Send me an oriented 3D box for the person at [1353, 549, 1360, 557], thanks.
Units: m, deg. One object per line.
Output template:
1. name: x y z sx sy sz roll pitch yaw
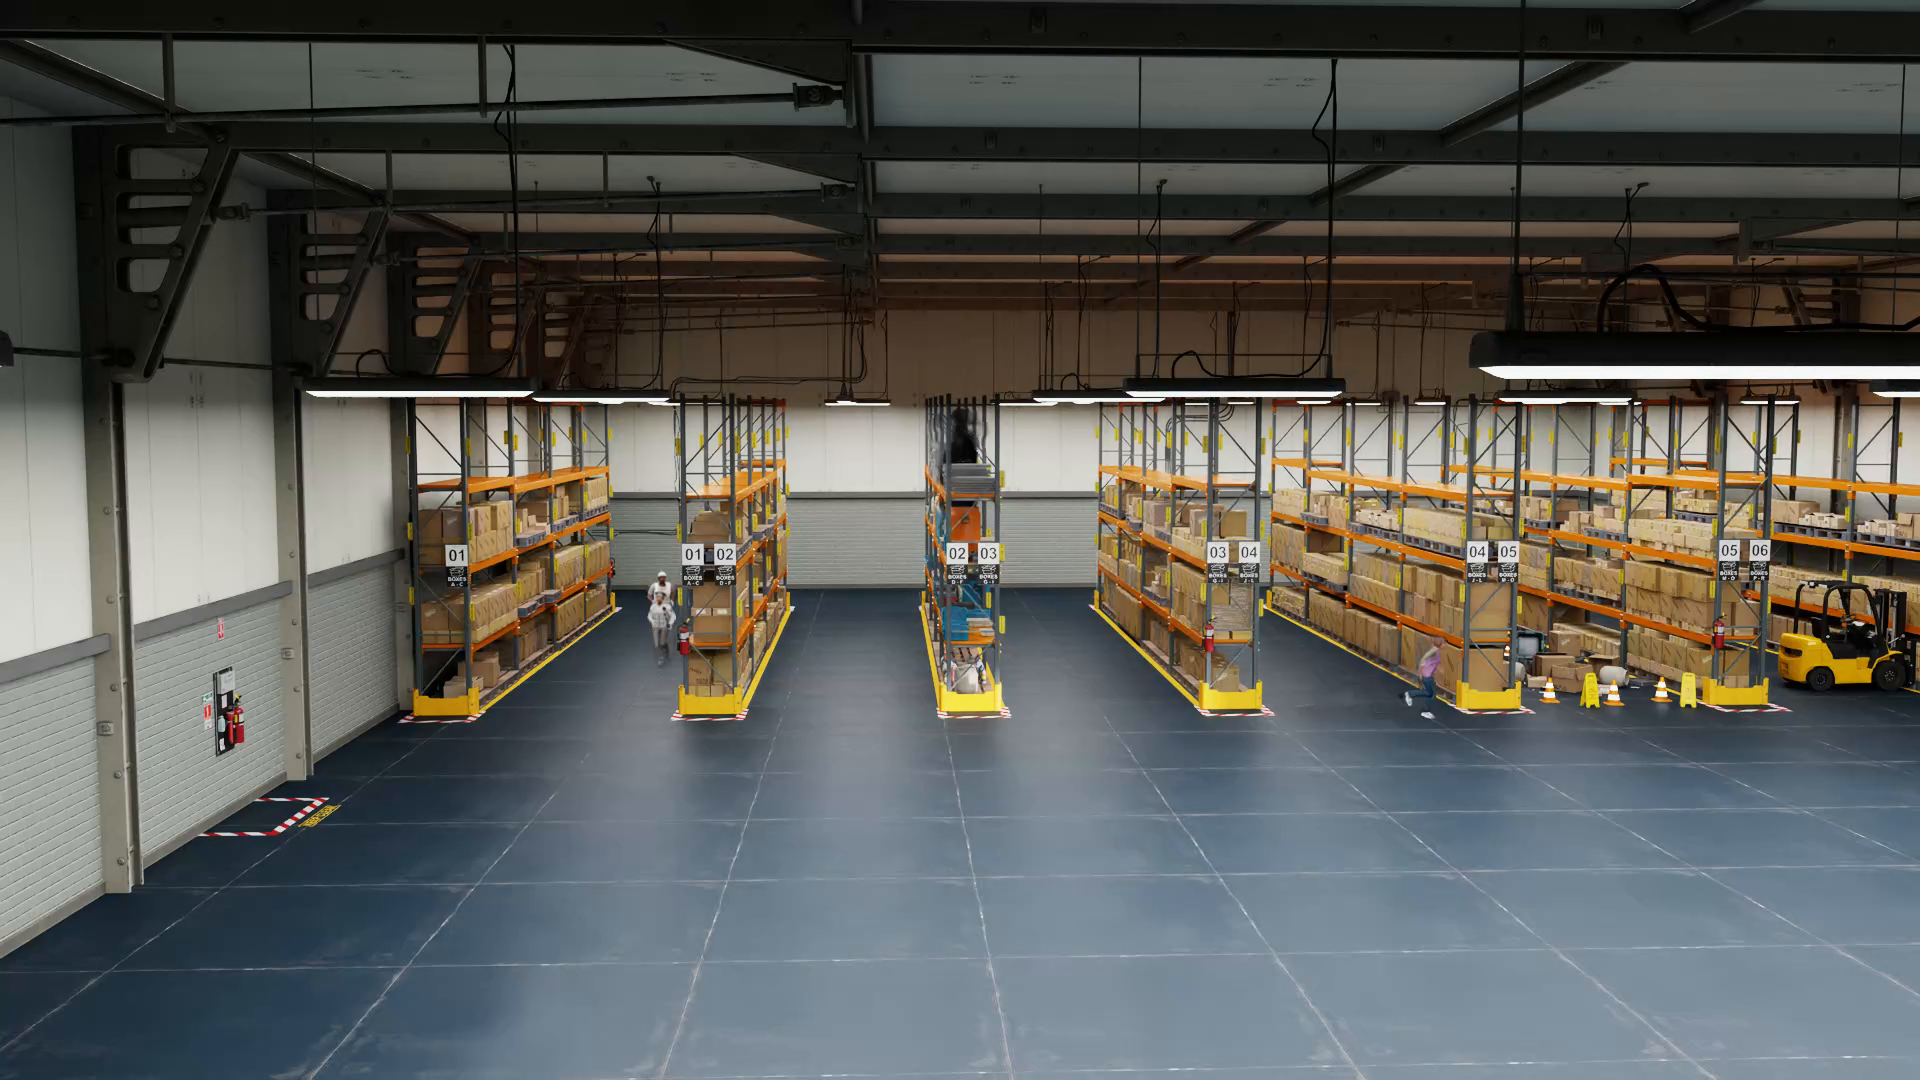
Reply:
1. person: 11.324 1.124 47.467 0.706 1.722 0.664 -3 5 -30

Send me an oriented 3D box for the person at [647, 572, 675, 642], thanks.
1. person: -7.240 1.656 40.342 0.682 1.775 0.880 -1 5 -17

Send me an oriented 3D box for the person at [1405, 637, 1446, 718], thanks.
1. person: 8.646 2.542 30.897 0.717 1.537 0.532 2 5 23

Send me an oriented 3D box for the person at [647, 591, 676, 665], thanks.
1. person: -6.701 1.967 37.194 0.612 1.658 0.524 0 5 3
